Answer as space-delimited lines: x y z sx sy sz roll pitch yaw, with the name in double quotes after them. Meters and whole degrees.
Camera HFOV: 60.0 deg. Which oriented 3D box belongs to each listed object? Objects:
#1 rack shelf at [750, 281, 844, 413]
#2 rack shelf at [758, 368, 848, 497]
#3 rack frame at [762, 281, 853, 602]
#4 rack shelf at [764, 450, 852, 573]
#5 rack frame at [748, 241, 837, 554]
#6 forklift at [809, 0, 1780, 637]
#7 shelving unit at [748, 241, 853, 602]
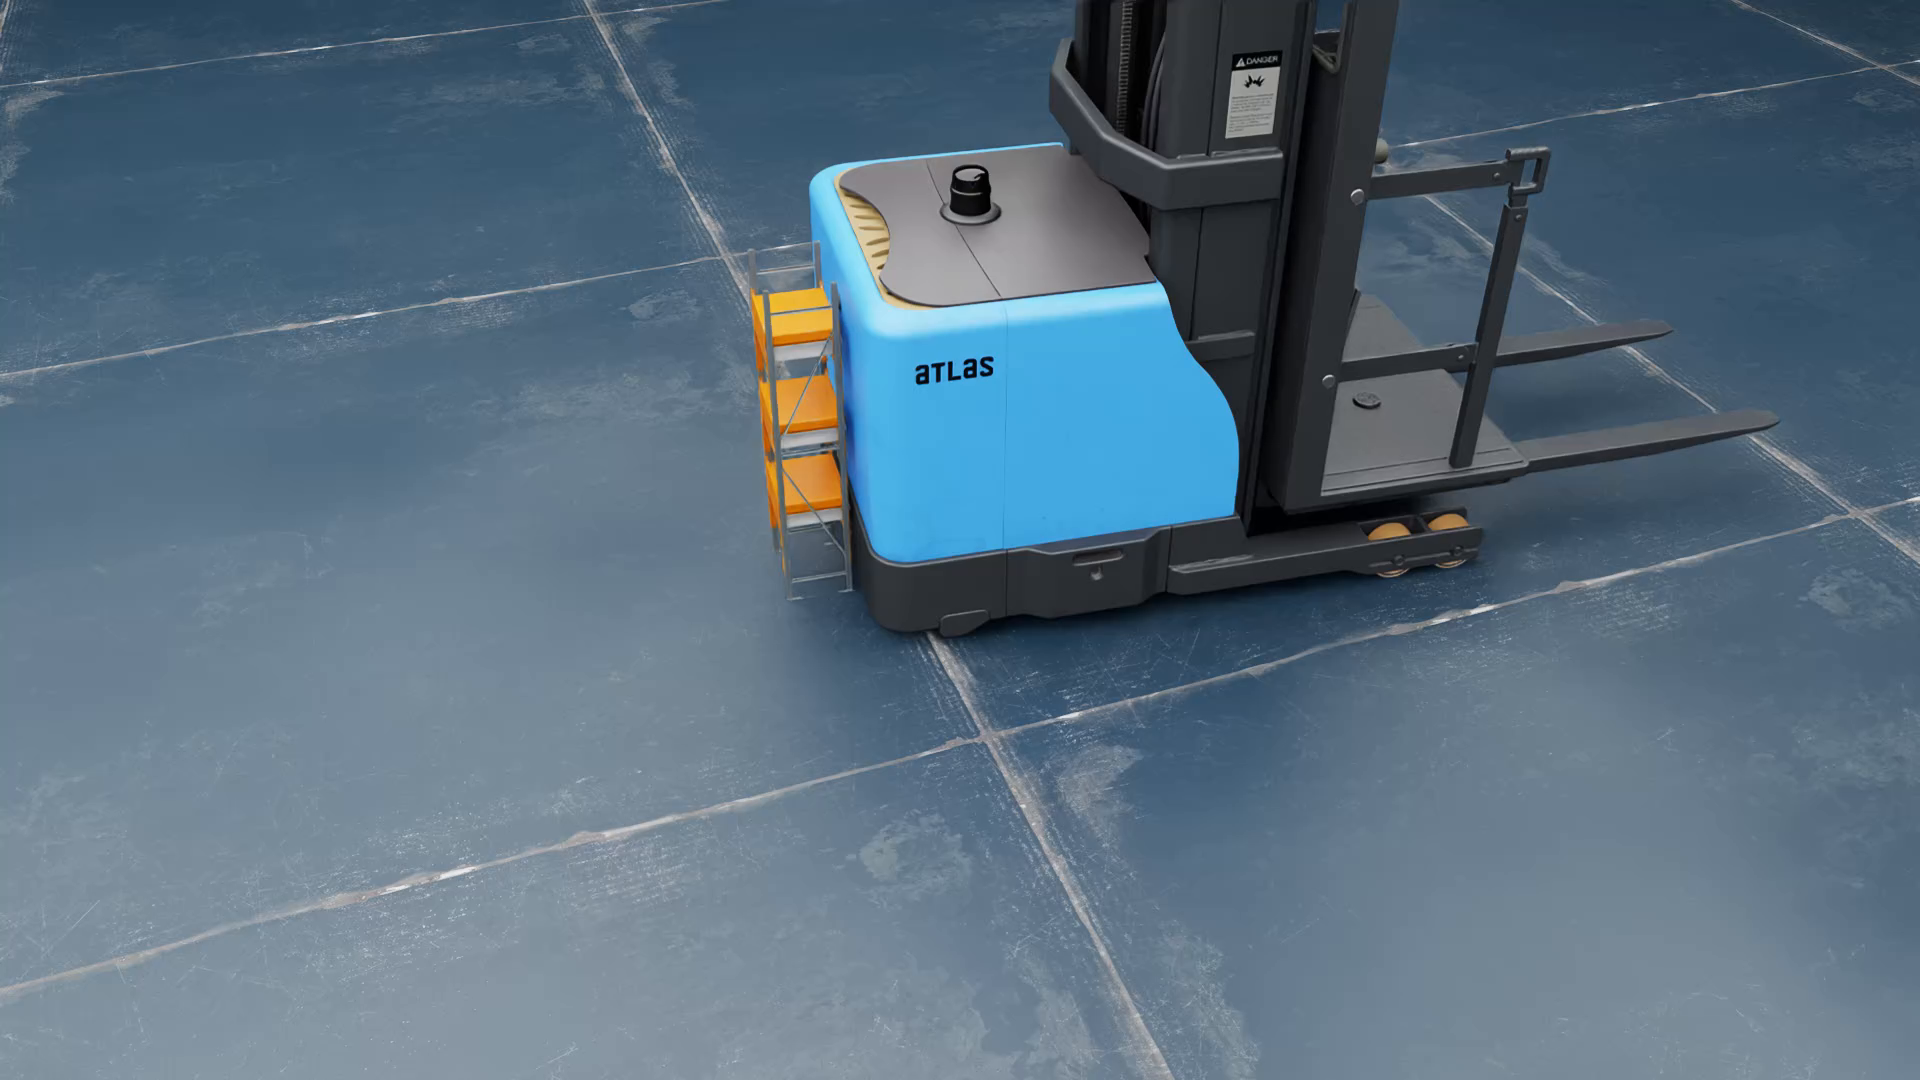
-0.454 -0.540 4.640 0.215 0.259 0.240 -9 38 -12 "rack shelf"
-0.454 -0.313 4.810 0.215 0.259 0.240 -9 38 -12 "rack shelf"
-0.423 -0.250 4.710 0.200 1.050 0.008 -9 38 -12 "rack frame"
-0.454 -0.091 4.978 0.215 0.259 0.240 -9 38 -12 "rack shelf"
-0.485 -0.392 4.898 0.200 1.050 0.008 -9 38 -12 "rack frame"
1.114 -1.357 4.616 3.031 2.935 1.130 -8 38 -11 "forklift"
-0.454 -0.321 4.804 0.215 1.050 0.252 -9 38 -12 "shelving unit"
